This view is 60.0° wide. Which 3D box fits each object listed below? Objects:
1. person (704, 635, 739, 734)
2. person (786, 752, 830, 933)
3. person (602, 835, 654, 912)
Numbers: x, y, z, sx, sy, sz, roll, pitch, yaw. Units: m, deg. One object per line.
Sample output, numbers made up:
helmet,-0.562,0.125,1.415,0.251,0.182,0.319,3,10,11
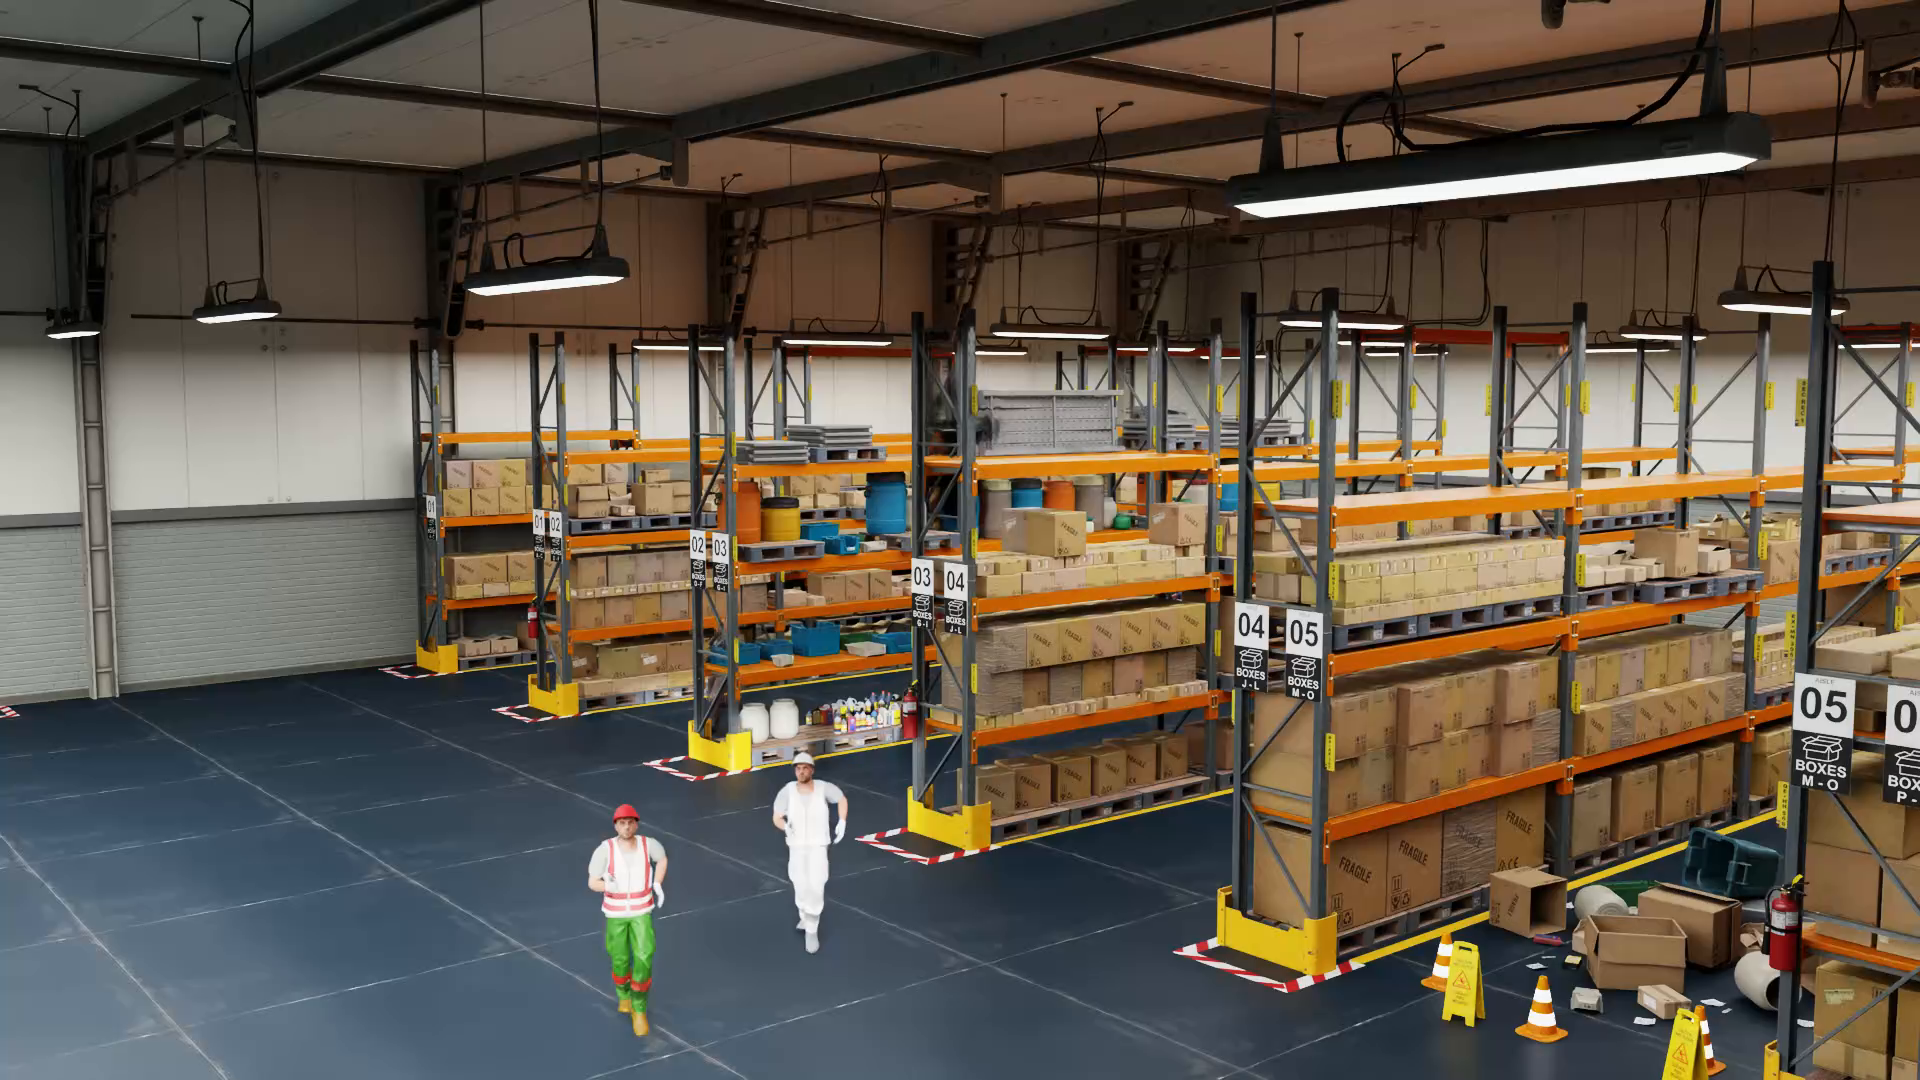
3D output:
person,-3.567,2.126,24.831,0.663,1.479,0.832,4,7,40
person,-1.402,2.792,15.434,0.417,1.658,0.708,0,5,3
person,-2.683,2.684,13.311,0.364,0.534,0.209,-1,5,-11
